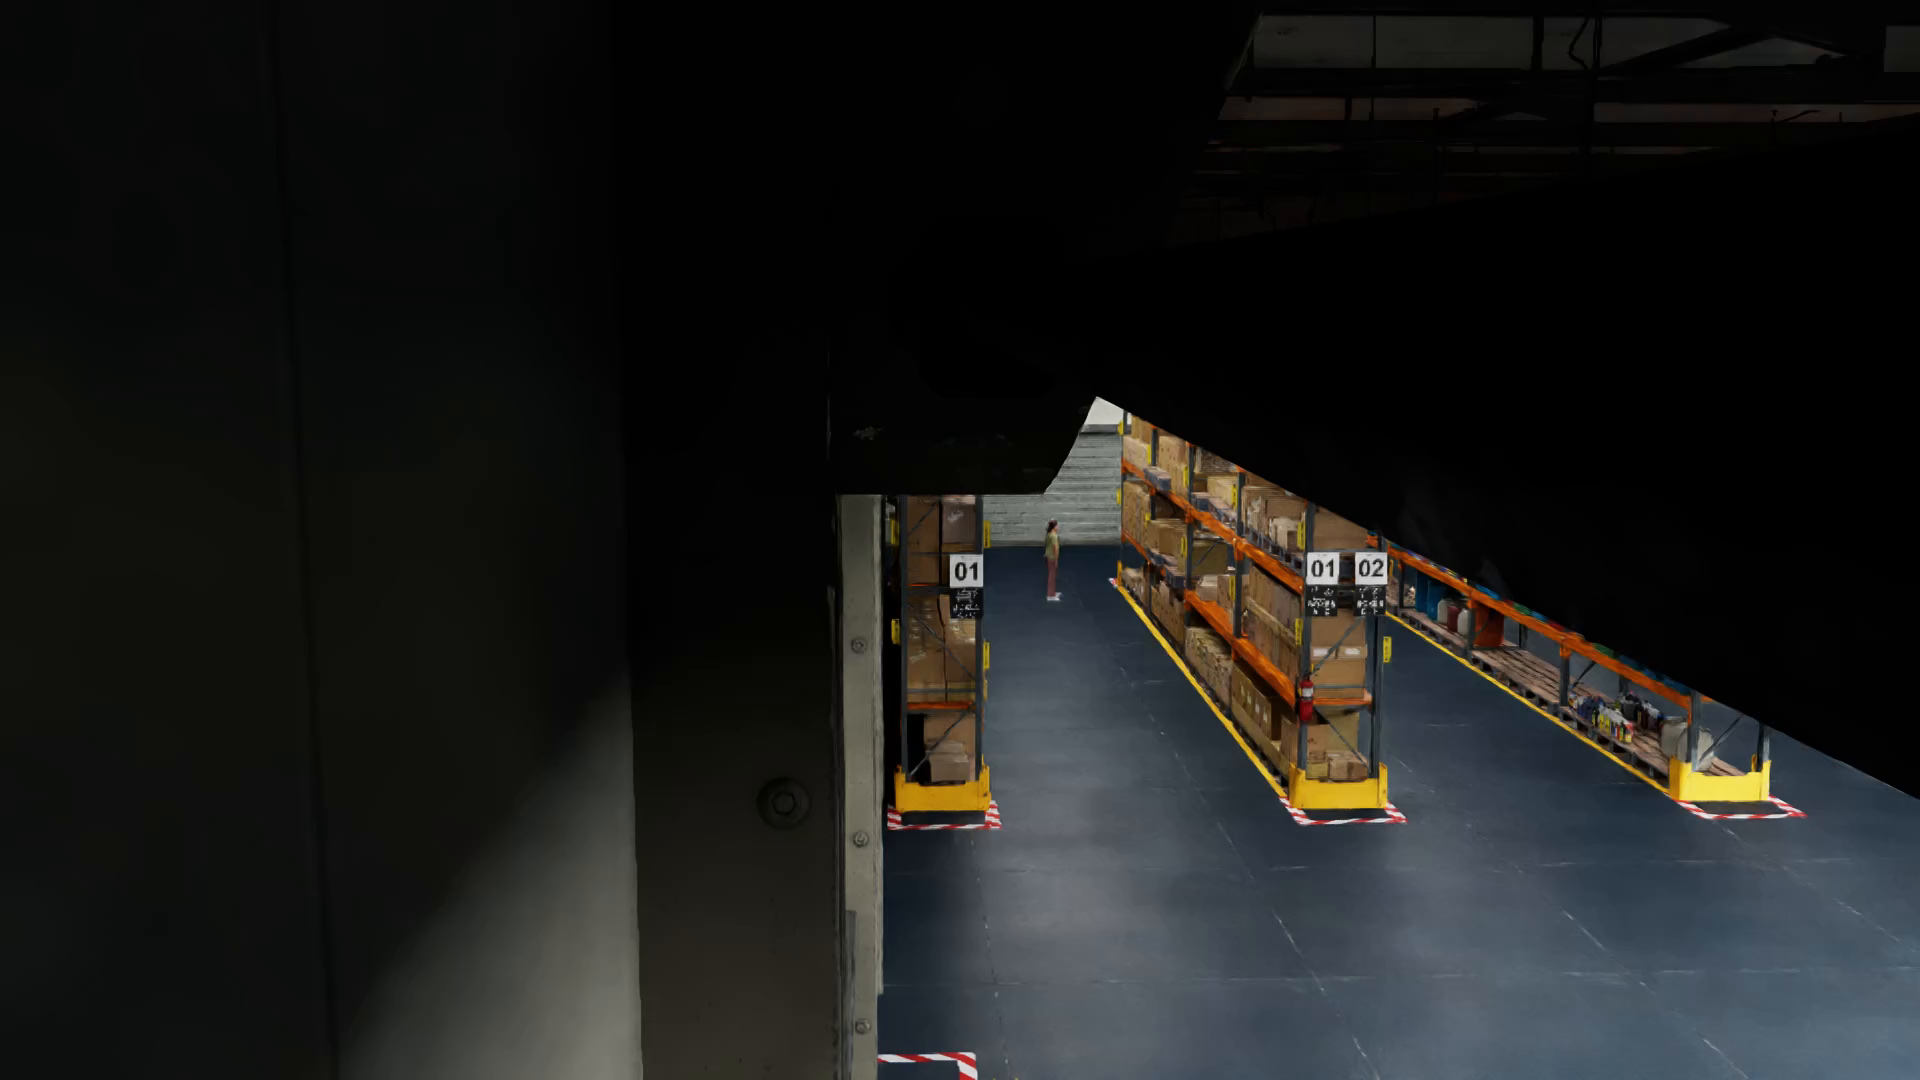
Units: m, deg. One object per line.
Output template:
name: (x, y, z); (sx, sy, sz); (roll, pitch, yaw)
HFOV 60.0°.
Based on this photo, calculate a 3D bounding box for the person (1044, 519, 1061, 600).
person: (1.966, 0.392, 34.592); (0.454, 1.679, 0.536); (-3, 9, -21)
